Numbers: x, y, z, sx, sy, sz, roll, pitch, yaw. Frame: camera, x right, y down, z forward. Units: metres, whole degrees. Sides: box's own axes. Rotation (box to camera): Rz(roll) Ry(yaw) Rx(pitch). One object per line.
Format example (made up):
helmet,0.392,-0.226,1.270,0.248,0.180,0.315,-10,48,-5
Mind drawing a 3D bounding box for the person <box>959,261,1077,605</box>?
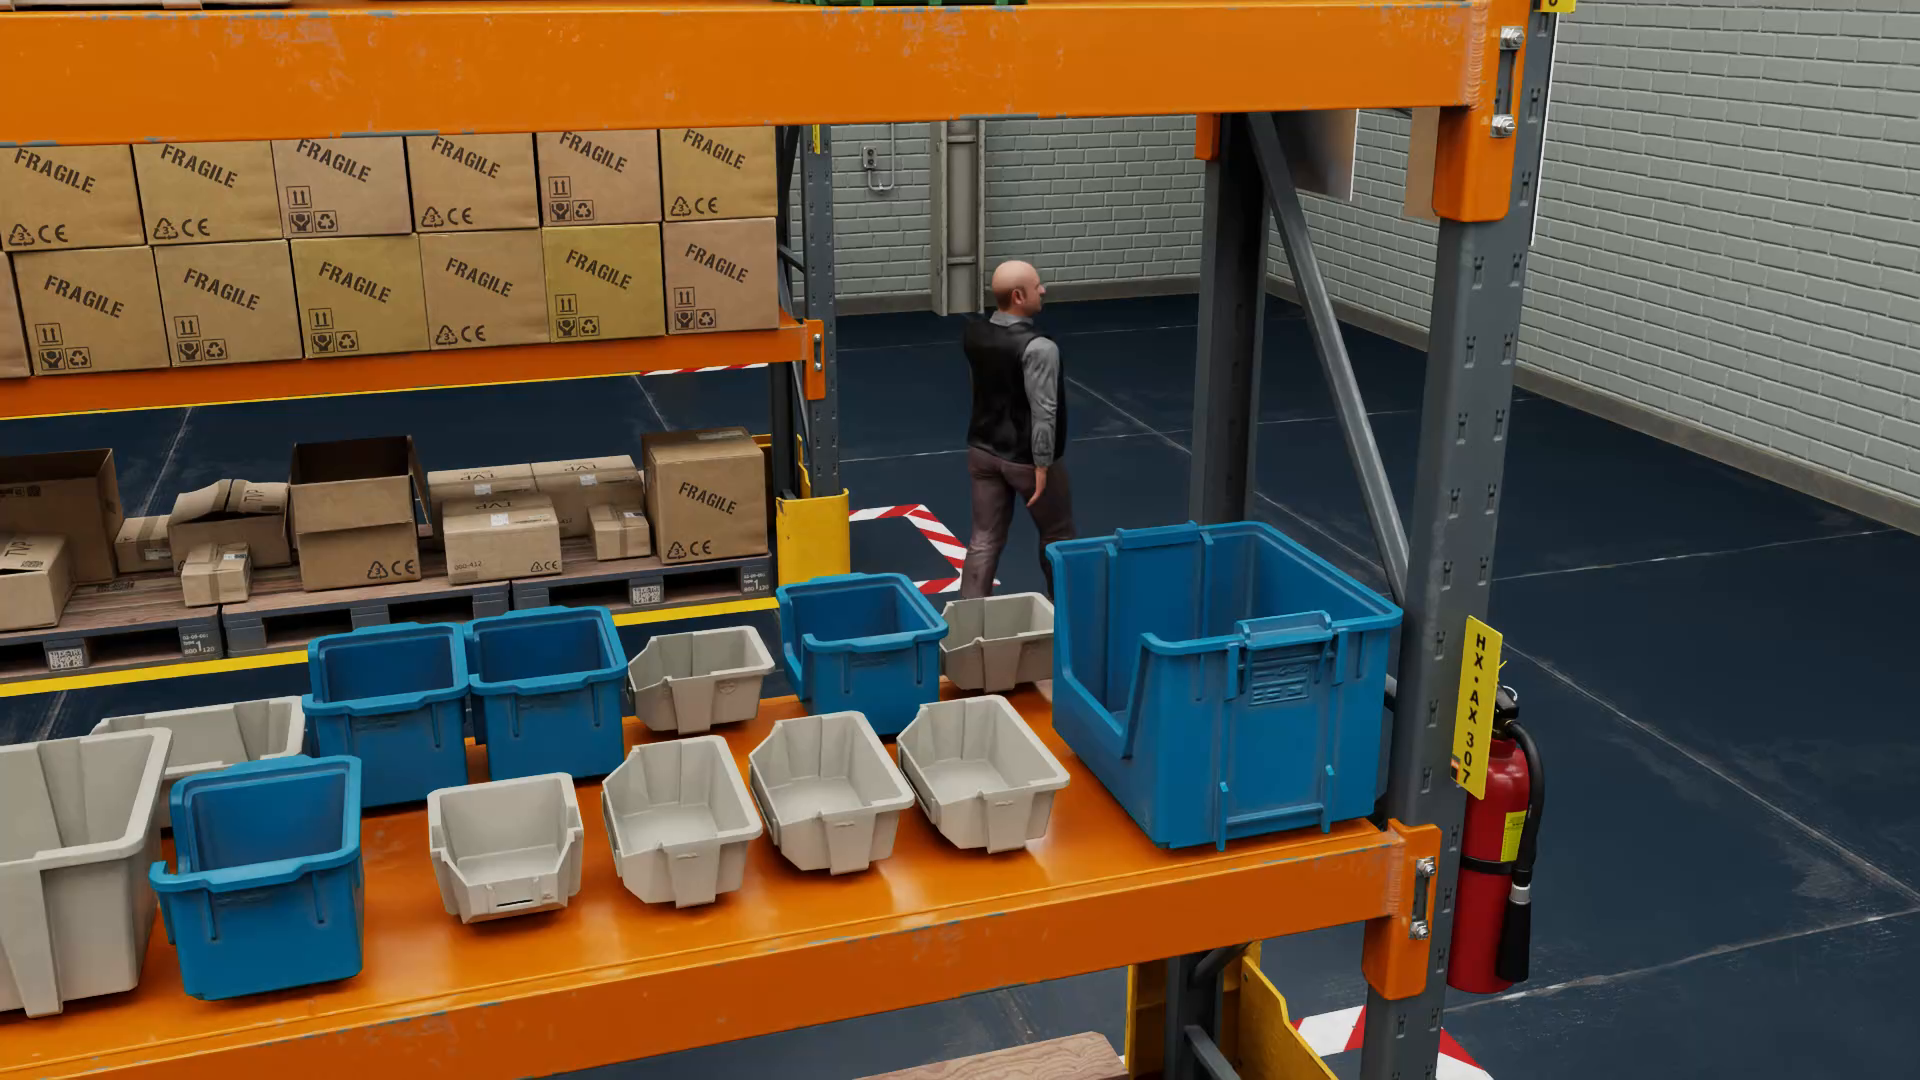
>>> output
person,0.315,-0.363,7.258,0.578,1.590,0.902,16,24,38
